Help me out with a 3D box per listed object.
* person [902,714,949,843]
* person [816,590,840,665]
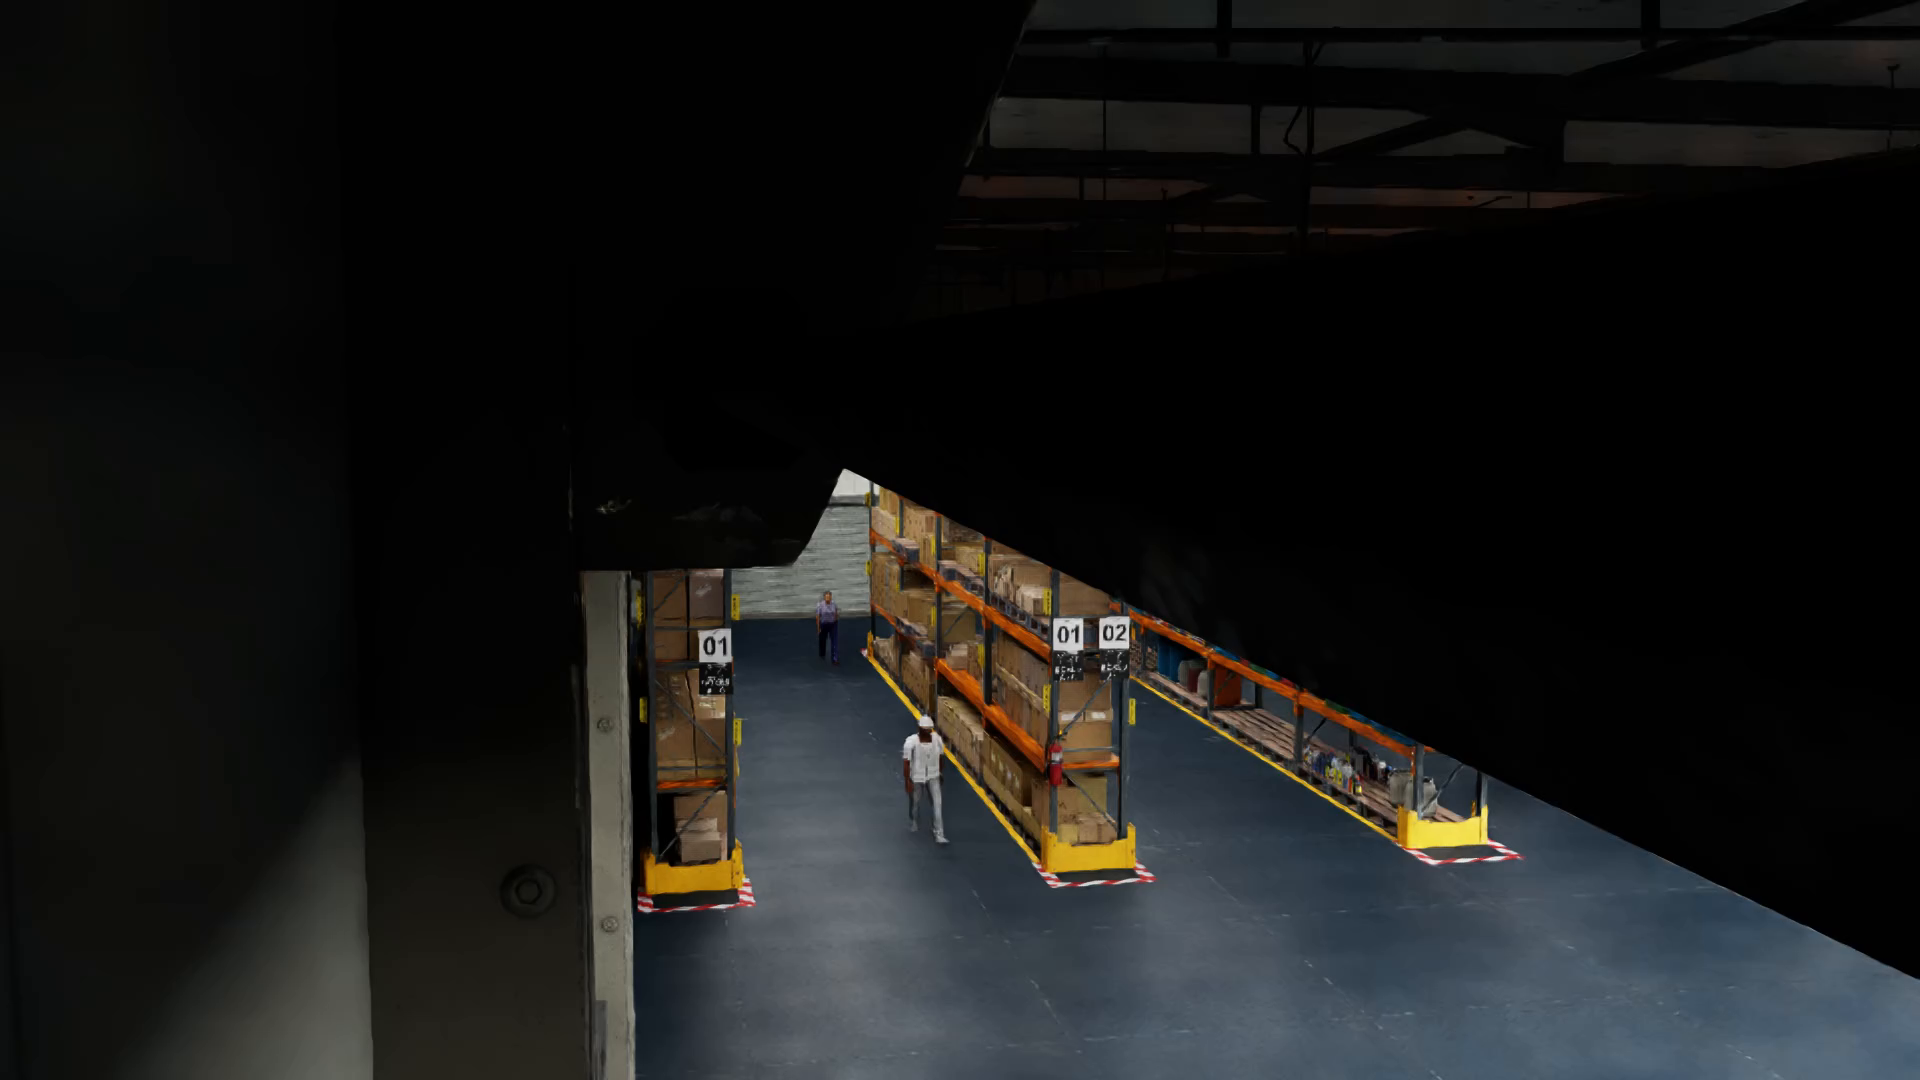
[{"bbox_3d":[-0.476,3.156,22.210,0.583,1.686,1.111,-1,6,-13],"label":"person"},{"bbox_3d":[-2.829,1.842,35.428,0.479,1.567,1.070,-1,6,-9],"label":"person"}]
